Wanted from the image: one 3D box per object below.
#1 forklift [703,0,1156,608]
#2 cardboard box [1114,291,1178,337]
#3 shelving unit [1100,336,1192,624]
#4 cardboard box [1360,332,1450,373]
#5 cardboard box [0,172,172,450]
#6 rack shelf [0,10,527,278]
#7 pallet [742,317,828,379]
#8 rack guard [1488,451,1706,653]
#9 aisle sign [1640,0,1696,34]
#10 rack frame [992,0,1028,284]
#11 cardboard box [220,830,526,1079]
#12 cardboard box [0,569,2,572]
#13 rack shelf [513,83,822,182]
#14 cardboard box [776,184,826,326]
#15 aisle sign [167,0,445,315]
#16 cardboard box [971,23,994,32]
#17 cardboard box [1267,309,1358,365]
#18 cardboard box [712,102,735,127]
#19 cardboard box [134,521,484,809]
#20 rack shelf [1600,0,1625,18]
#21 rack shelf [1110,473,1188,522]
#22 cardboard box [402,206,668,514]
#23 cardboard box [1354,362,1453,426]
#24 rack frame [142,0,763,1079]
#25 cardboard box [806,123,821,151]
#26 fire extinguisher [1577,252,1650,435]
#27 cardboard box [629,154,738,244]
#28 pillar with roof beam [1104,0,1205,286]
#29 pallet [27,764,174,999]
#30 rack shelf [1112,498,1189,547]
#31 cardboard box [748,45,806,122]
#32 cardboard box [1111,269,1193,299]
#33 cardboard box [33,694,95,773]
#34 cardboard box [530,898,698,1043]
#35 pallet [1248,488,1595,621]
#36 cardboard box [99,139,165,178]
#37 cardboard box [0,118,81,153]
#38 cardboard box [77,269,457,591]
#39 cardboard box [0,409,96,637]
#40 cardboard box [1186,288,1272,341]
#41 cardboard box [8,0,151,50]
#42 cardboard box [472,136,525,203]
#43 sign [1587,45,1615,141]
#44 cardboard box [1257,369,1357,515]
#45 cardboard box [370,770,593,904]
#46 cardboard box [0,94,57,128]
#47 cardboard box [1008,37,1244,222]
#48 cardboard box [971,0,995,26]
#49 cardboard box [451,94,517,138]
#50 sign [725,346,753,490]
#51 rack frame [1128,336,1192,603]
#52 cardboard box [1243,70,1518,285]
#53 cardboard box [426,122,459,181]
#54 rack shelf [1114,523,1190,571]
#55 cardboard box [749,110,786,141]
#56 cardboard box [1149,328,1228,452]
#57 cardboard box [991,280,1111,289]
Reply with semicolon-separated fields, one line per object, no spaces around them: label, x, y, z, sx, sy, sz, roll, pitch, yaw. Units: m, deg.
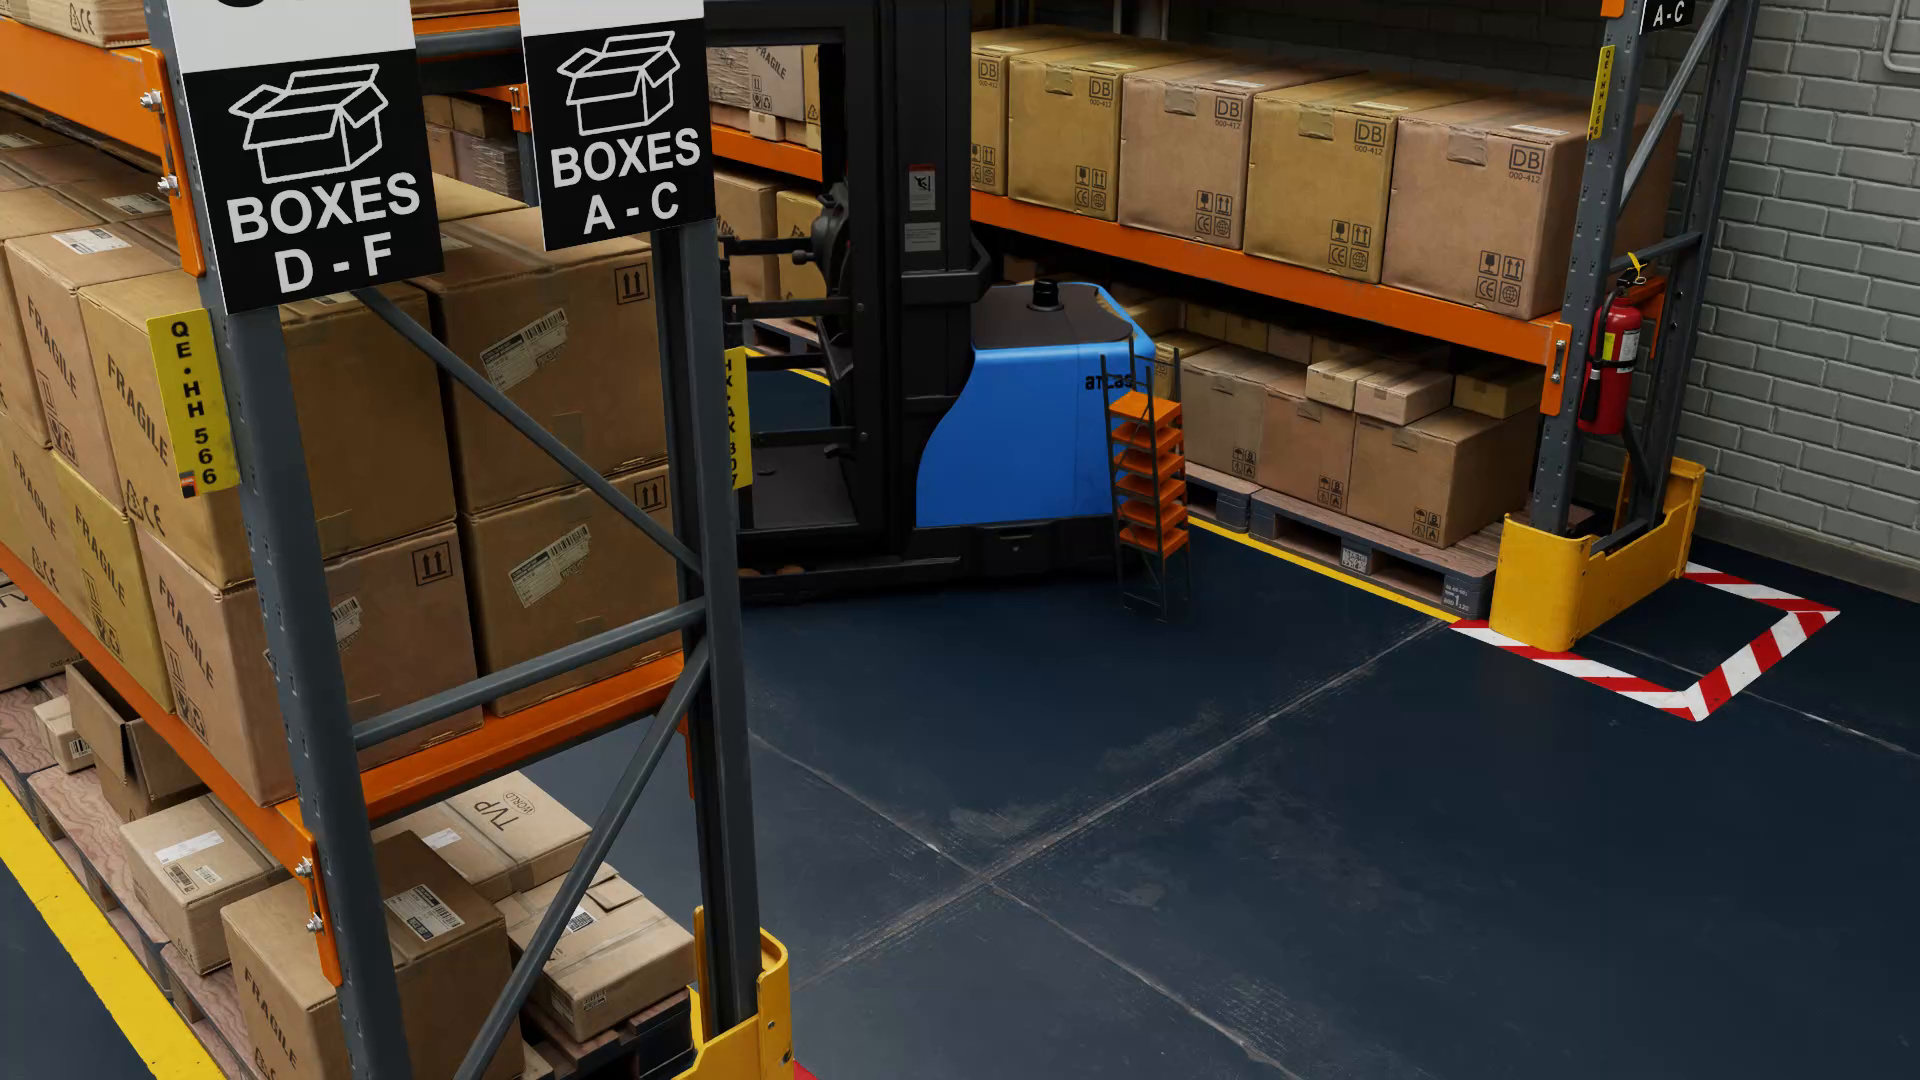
forklift;-0.723;-1.279;7.022;3.031;2.935;1.130;-4;25;-9
cardboard box;0.871;-1.112;8.298;0.380;0.149;0.250;-22;33;-40
shelving unit;0.768;-0.230;6.788;0.258;1.200;0.189;20;42;37
cardboard box;2.044;-0.825;7.670;0.380;0.149;0.250;-21;32;-38
cardboard box;-2.112;-0.580;4.082;0.500;0.500;0.500;-20;31;-37
rack shelf;-2.270;-1.358;4.365;1.077;0.370;4.000;-21;32;-38
pallet;-0.606;-1.276;10.293;1.003;0.211;1.213;-21;32;-38
rack guard;2.727;0.024;7.096;1.175;0.500;0.348;-21;32;-38
aisle sign;2.541;-2.197;5.819;0.394;0.787;0.004;-21;32;-38
rack frame;-0.023;-2.333;9.249;1.000;3.000;0.127;-21;32;-38
cardboard box;-1.454;1.128;4.145;0.500;0.500;0.500;-21;32;-38
cardboard box;-4.183;-0.057;6.743;0.500;0.500;0.500;-21;32;-39
rack shelf;-1.390;-2.611;10.727;1.077;0.370;4.000;-21;32;-38
cardboard box;-0.563;-1.706;9.959;0.750;0.750;0.750;-21;32;-38
aisle sign;-1.080;-0.790;2.734;0.394;0.787;0.004;-21;32;-38
cardboard box;-0.154;-2.733;9.625;0.500;0.500;0.500;22;33;40
cardboard box;1.698;-0.978;8.005;0.380;0.149;0.250;-21;32;-38
cardboard box;-1.298;-2.647;10.217;0.380;0.149;0.250;-22;33;-40
cardboard box;-1.408;0.182;3.617;0.500;0.500;0.500;-20;31;-37
rack shelf;1.343;-2.764;7.448;1.077;0.370;4.000;-21;32;-38
rack shelf;0.773;-0.192;6.812;0.258;0.103;0.180;20;42;37
cardboard box;-1.014;-0.424;3.740;0.500;0.500;0.500;-20;31;-37
cardboard box;1.938;-0.641;7.264;0.380;0.149;0.250;-22;32;-39
rack frame;-0.901;0.285;3.512;0.949;2.616;0.053;-21;32;-38
cardboard box;-0.651;-2.319;9.498;0.380;0.149;0.250;-21;32;-38
fire extinguisher;2.477;-0.739;6.299;0.296;0.674;0.183;-21;32;-38
cardboard box;-1.757;-2.230;11.109;0.750;0.750;0.750;-21;32;-39
pillar with roof beam;-2.056;-3.874;5.400;9.100;9.000;0.400;-21;32;-38
pallet;-2.330;0.921;5.478;1.003;0.211;1.213;-21;32;-38
rack shelf;0.788;-0.091;6.875;0.258;0.103;0.180;20;42;37
cardboard box;-0.879;-2.743;9.645;0.500;0.500;0.500;-21;32;-38
cardboard box;1.001;-1.287;8.682;0.380;0.149;0.250;-23;33;-40
cardboard box;-2.909;0.610;5.681;0.380;0.166;0.250;-21;32;-38
cardboard box;-0.938;1.158;4.502;0.380;0.149;0.250;-21;32;-38
pallet;2.107;-0.072;7.654;1.003;0.211;1.213;-21;32;-38
cardboard box;-2.063;-0.887;4.755;0.500;0.500;0.500;-22;32;-39
cardboard box;-2.816;-0.892;4.766;0.500;0.500;0.500;-22;33;-40
cardboard box;-1.408;-0.272;3.406;0.500;0.500;0.500;-22;32;-39
cardboard box;-2.102;-0.127;4.294;0.500;0.500;0.500;-21;32;-38
cardboard box;1.350;-1.133;8.343;0.380;0.149;0.250;-22;32;-39
cardboard box;-1.447;-1.092;3.096;0.500;0.250;0.500;-21;32;-38
cardboard box;-3.288;-2.811;12.779;0.700;0.500;0.500;-21;32;-38
sign;2.305;-1.606;5.975;0.100;0.325;0.005;-21;32;-38
cardboard box;1.817;-0.510;7.759;0.700;0.500;0.500;-21;32;-39
cardboard box;-1.409;0.940;4.859;0.500;0.250;0.500;-21;32;-38
cardboard box;-2.750;-1.192;5.425;0.500;0.500;0.500;-22;32;-39
cardboard box;0.830;-2.077;8.328;0.980;0.700;0.700;-22;33;-40
cardboard box;-0.148;-3.077;9.474;0.500;0.250;0.500;-20;31;-37
cardboard box;-3.631;-3.342;13.041;0.500;0.250;0.500;-20;32;-38
sign;-0.507;-0.262;3.668;0.100;0.325;0.005;-21;32;-38
rack frame;0.828;-0.272;6.843;0.240;1.200;0.006;20;42;37
cardboard box;1.849;-1.626;7.339;0.980;0.700;0.700;-22;32;-39
cardboard box;-3.915;-3.142;13.506;0.700;0.500;0.500;-21;32;-39
rack shelf;0.802;0.010;6.938;0.258;0.103;0.180;20;42;37
cardboard box;-1.019;-2.474;9.837;0.380;0.149;0.250;-21;32;-38
cardboard box;1.103;-0.821;8.442;0.700;0.500;0.500;-20;31;-37
cardboard box;0.413;-1.131;9.120;0.700;0.500;0.500;-21;32;-38
